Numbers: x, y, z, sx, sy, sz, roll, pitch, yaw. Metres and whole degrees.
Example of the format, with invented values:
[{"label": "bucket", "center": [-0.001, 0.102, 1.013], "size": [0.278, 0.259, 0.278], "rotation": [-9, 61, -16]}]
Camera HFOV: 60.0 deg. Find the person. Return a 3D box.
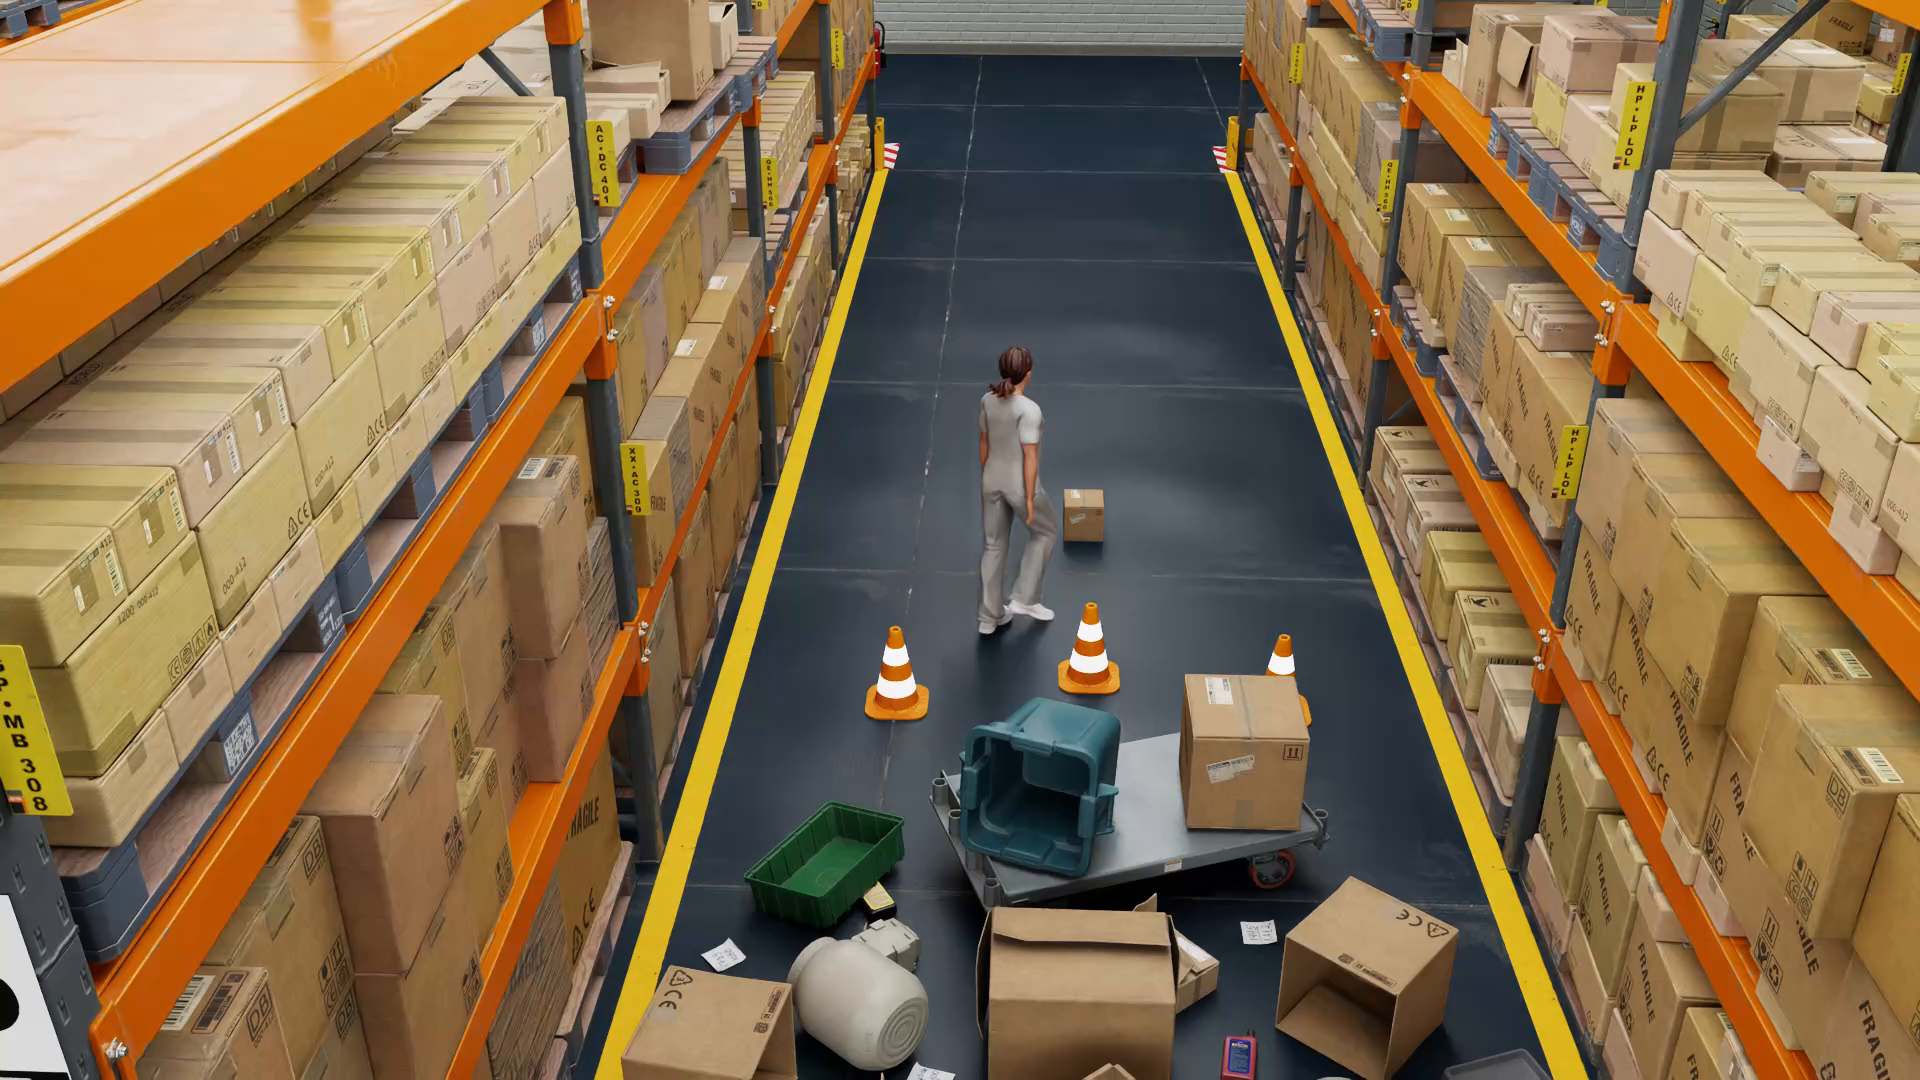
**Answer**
[{"label": "person", "center": [0.266, -0.270, 9.348], "size": [0.472, 1.673, 0.527], "rotation": [19, 34, 32]}]
